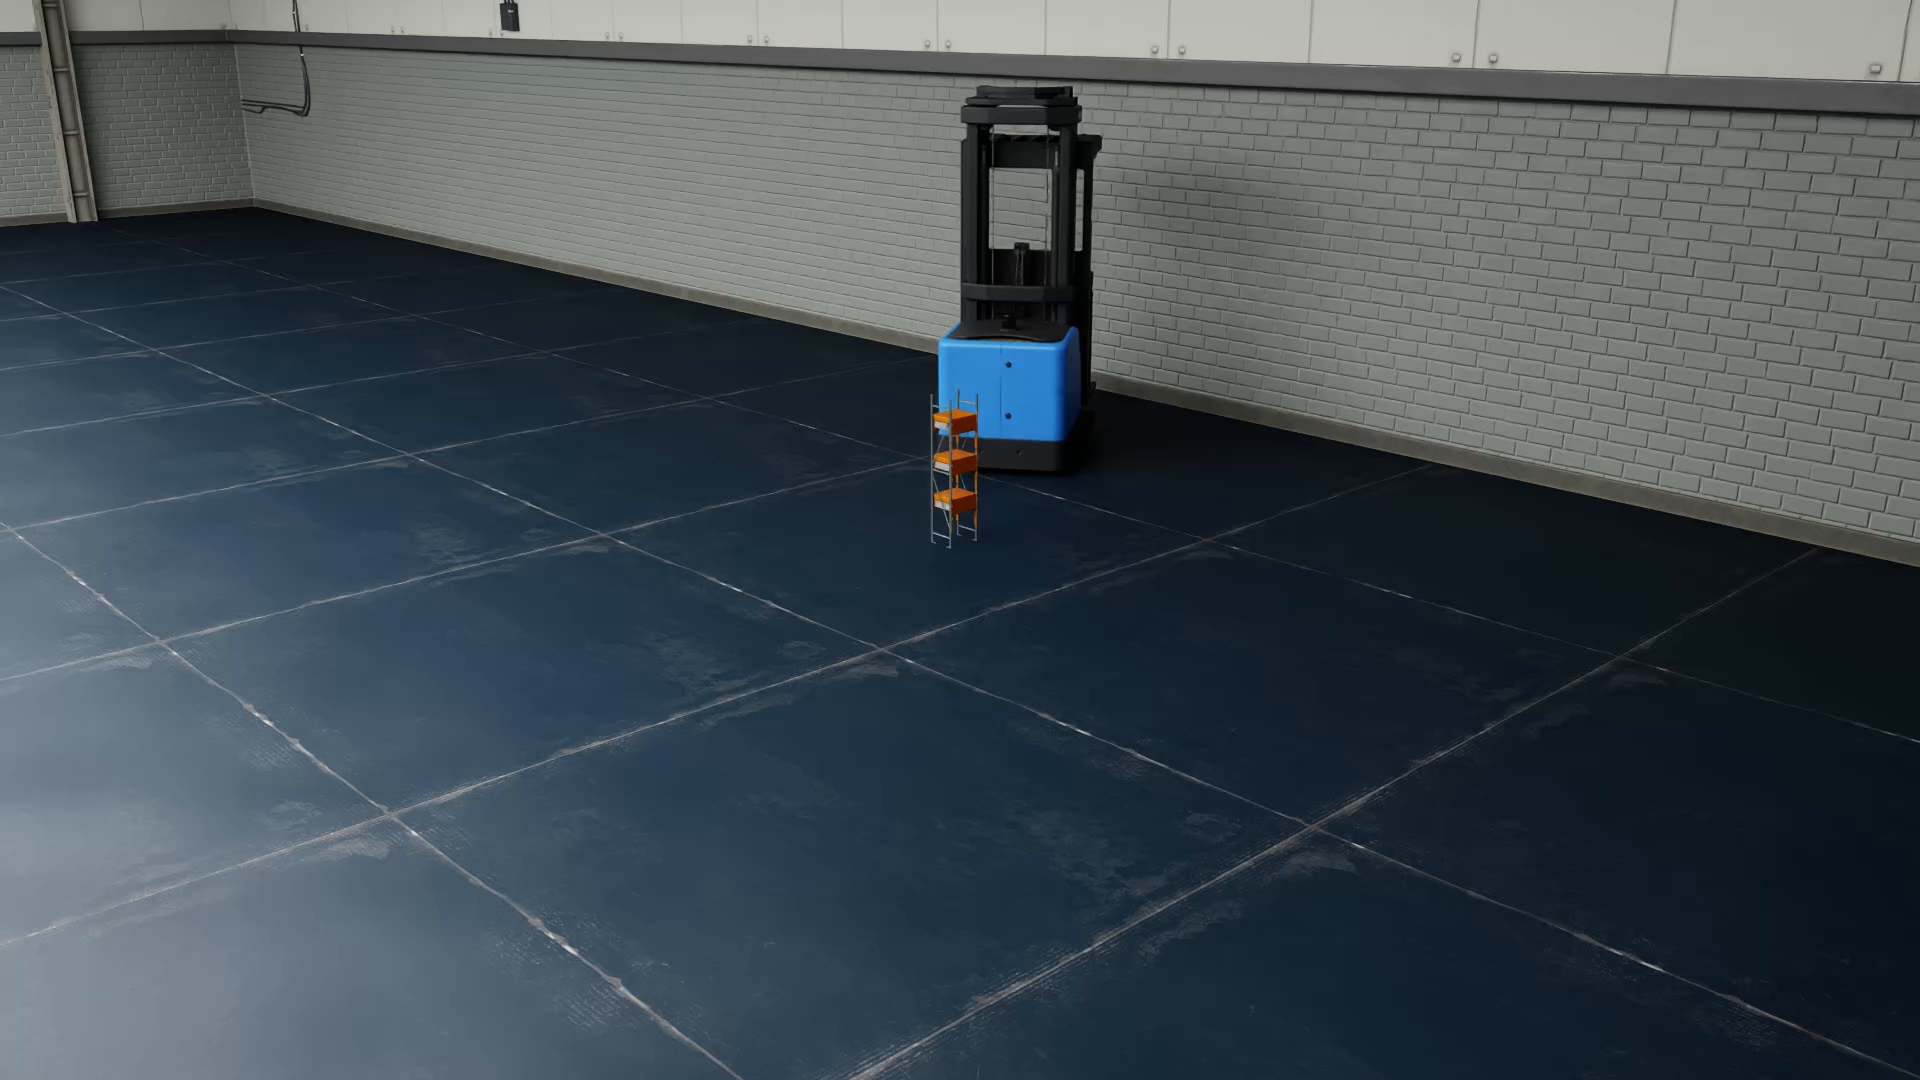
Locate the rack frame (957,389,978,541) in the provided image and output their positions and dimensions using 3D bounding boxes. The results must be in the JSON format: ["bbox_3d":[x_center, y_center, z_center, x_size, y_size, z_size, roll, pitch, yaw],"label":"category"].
[{"bbox_3d":[0.050,-0.514,11.489,0.008,1.050,0.200,-16,24,-41],"label":"rack frame"}]

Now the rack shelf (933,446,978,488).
[{"bbox_3d":[-0.039,-0.478,11.412,0.240,0.259,0.215,-16,24,-41],"label":"rack shelf"}]

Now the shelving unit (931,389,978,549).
[{"bbox_3d":[-0.039,-0.488,11.409,0.252,1.050,0.215,-16,24,-41],"label":"shelving unit"}]

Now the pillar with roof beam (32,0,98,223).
[{"bbox_3d":[-12.029,-8.767,24.056,0.400,9.000,9.100,-16,24,-41],"label":"pillar with roof beam"}]

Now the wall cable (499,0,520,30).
[{"bbox_3d":[-5.426,-9.547,20.946,0.169,6.003,2.305,-16,24,-41],"label":"wall cable"}]

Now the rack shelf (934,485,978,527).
[{"bbox_3d":[-0.039,-0.214,11.498,0.240,0.259,0.215,-16,24,-41],"label":"rack shelf"}]

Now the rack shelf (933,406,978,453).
[{"bbox_3d":[-0.039,-0.748,11.325,0.240,0.259,0.215,-16,24,-41],"label":"rack shelf"}]

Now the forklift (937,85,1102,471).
[{"bbox_3d":[0.592,-2.348,14.094,1.130,2.935,3.031,3,18,10],"label":"forklift"}]

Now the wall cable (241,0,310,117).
[{"bbox_3d":[-11.937,-8.583,28.522,0.112,2.526,3.097,-16,24,-41],"label":"wall cable"}]

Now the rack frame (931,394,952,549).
[{"bbox_3d":[-0.128,-0.462,11.329,0.008,1.050,0.200,-16,24,-41],"label":"rack frame"}]
